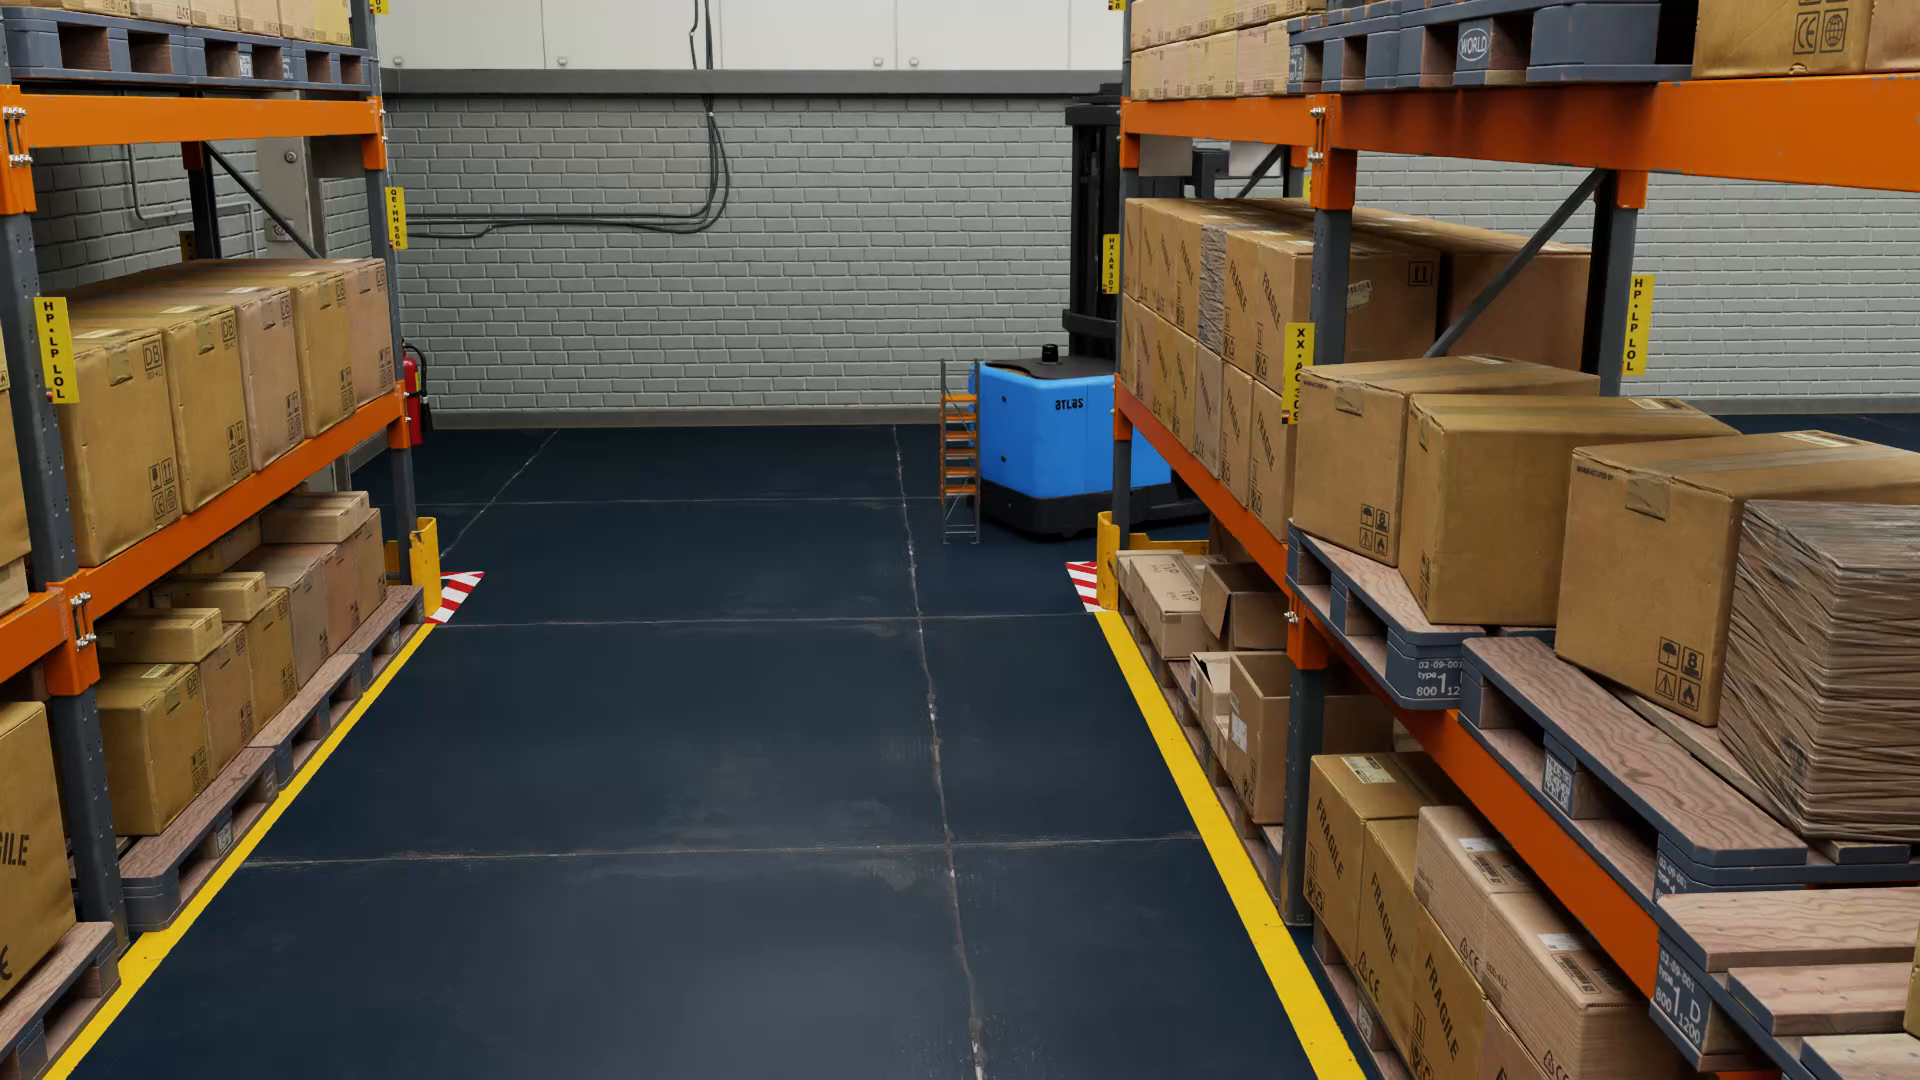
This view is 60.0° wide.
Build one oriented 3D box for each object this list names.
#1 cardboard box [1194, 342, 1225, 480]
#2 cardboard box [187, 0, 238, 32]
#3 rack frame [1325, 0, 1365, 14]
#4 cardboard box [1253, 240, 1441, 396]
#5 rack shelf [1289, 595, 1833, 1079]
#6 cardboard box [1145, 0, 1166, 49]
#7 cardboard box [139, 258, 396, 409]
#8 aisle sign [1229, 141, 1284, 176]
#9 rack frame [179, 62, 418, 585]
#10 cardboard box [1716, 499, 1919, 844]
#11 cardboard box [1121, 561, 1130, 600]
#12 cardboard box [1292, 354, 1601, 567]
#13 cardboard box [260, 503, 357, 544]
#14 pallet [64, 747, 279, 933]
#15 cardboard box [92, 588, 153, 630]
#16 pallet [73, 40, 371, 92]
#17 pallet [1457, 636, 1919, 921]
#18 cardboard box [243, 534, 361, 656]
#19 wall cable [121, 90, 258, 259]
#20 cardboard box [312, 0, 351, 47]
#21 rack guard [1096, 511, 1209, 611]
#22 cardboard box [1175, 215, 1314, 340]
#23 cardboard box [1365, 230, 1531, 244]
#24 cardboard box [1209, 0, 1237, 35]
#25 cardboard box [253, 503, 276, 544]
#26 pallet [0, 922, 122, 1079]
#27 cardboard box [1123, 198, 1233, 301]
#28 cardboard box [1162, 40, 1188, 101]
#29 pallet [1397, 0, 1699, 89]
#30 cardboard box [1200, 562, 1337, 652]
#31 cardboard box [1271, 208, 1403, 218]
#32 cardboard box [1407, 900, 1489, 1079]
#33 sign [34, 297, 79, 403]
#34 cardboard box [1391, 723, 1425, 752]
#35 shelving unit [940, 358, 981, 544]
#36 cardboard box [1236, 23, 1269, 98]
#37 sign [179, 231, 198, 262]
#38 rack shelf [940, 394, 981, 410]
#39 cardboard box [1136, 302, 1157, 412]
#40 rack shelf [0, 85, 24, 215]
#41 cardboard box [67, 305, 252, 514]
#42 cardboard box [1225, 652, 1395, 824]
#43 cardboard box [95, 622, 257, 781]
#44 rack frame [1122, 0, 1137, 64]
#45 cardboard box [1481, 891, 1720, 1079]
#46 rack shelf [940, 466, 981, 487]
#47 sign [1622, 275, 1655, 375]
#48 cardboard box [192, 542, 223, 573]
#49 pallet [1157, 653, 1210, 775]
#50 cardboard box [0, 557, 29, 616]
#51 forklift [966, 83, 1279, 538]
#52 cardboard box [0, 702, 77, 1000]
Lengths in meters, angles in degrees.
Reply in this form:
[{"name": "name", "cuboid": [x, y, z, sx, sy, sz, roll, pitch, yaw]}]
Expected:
[{"name": "cardboard box", "cuboid": [1.276, -0.549, 6.941, 0.500, 0.500, 0.500, -1, 14, -2]}, {"name": "cardboard box", "cuboid": [-3.150, -2.109, 6.443, 0.500, 0.250, 0.500, -1, 14, -5]}, {"name": "rack frame", "cuboid": [1.630, -3.030, 4.743, 1.000, 3.000, 0.127, -1, 14, -3]}, {"name": "cardboard box", "cuboid": [1.340, -0.779, 5.827, 0.500, 0.500, 0.500, -1, 14, -3]}, {"name": "rack shelf", "cuboid": [1.754, 0.721, 3.647, 1.077, 0.370, 4.000, -1, 14, -3]}, {"name": "cardboard box", "cuboid": [1.178, -2.485, 7.944, 0.500, 0.250, 0.500, -1, 14, -3]}, {"name": "cardboard box", "cuboid": [-3.520, -1.061, 8.527, 0.980, 0.700, 0.700, 0, 14, -1]}, {"name": "aisle sign", "cuboid": [1.684, -2.400, 9.118, 0.394, 0.787, 0.004, -1, 14, -3]}, {"name": "rack frame", "cuboid": [-3.562, -1.042, 9.056, 1.000, 3.000, 0.127, -1, 14, -3]}, {"name": "cardboard box", "cuboid": [1.860, 0.233, 3.057, 0.700, 0.500, 0.500, 2, 15, 7]}, {"name": "cardboard box", "cuboid": [1.081, 0.211, 8.988, 0.380, 0.166, 0.250, -1, 14, -3]}, {"name": "cardboard box", "cuboid": [1.436, -0.255, 4.955, 0.700, 0.500, 0.500, -6, 16, -22]}, {"name": "cardboard box", "cuboid": [-3.212, -0.084, 8.204, 0.380, 0.149, 0.250, 0, 14, -2]}, {"name": "pallet", "cuboid": [-3.283, 1.113, 6.277, 1.003, 0.211, 1.213, -1, 14, -3]}, {"name": "cardboard box", "cuboid": [-3.499, 0.301, 6.709, 0.380, 0.149, 0.250, -1, 14, -5]}, {"name": "pallet", "cuboid": [-3.505, -2.267, 7.977, 1.003, 0.211, 1.213, -1, 14, -3]}, {"name": "pallet", "cuboid": [1.753, 0.480, 3.528, 1.003, 0.211, 1.213, -1, 14, -3]}, {"name": "cardboard box", "cuboid": [-3.387, 0.262, 8.161, 0.700, 0.500, 0.500, -1, 14, -4]}, {"name": "wall cable", "cuboid": [-4.585, -1.838, 10.111, 0.084, 1.984, 1.851, -1, 14, -3]}, {"name": "cardboard box", "cuboid": [-3.251, -2.496, 7.945, 0.500, 0.250, 0.500, 0, 14, -2]}, {"name": "rack guard", "cuboid": [1.387, 0.110, 9.595, 1.175, 0.500, 0.348, -1, 14, -3]}, {"name": "cardboard box", "cuboid": [1.245, -1.157, 7.296, 0.500, 0.500, 0.500, -1, 14, -4]}, {"name": "cardboard box", "cuboid": [1.849, -0.907, 6.325, 0.500, 0.500, 0.500, -1, 14, -5]}, {"name": "cardboard box", "cuboid": [1.273, -2.112, 6.494, 0.500, 0.250, 0.500, -1, 14, -3]}, {"name": "cardboard box", "cuboid": [-3.594, -0.078, 8.183, 0.380, 0.149, 0.250, -1, 14, -3]}, {"name": "pallet", "cuboid": [-3.191, 1.494, 4.796, 1.003, 0.211, 1.213, -1, 14, -3]}, {"name": "cardboard box", "cuboid": [1.147, -1.538, 8.775, 0.500, 0.500, 0.500, 0, 14, -2]}, {"name": "cardboard box", "cuboid": [1.211, -2.119, 7.523, 0.500, 0.250, 0.500, -1, 14, -3]}, {"name": "pallet", "cuboid": [1.668, -1.065, 3.504, 1.213, 0.211, 1.003, -1, 14, -3]}, {"name": "cardboard box", "cuboid": [1.508, 0.404, 7.563, 0.797, 0.503, 0.637, -1, 14, -3]}, {"name": "cardboard box", "cuboid": [1.753, -1.291, 7.817, 0.500, 0.500, 0.500, 0, 14, -2]}, {"name": "cardboard box", "cuboid": [1.484, 1.254, 4.267, 0.500, 0.500, 0.500, -1, 14, -3]}, {"name": "sign", "cuboid": [-2.773, -0.580, 5.098, 0.100, 0.325, 0.005, -1, 14, -3]}, {"name": "cardboard box", "cuboid": [1.820, 0.857, 6.190, 0.500, 0.311, 0.500, -1, 14, -3]}, {"name": "shelving unit", "cuboid": [0.001, -0.577, 10.863, 0.258, 1.200, 0.189, -1, 14, -3]}, {"name": "cardboard box", "cuboid": [1.314, -1.746, 6.074, 0.500, 0.250, 0.500, -1, 14, -3]}, {"name": "sign", "cuboid": [-4.116, -1.493, 8.911, 0.100, 0.325, 0.005, -1, 14, -3]}, {"name": "rack shelf", "cuboid": [0.001, -0.883, 10.784, 0.258, 0.103, 0.180, -1, 14, -3]}, {"name": "cardboard box", "cuboid": [1.184, -0.925, 8.402, 0.500, 0.500, 0.500, -1, 14, -4]}, {"name": "rack shelf", "cuboid": [-3.190, -0.654, 2.973, 1.077, 0.370, 4.000, -1, 14, -3]}, {"name": "cardboard box", "cuboid": [-3.371, -0.509, 6.384, 0.980, 0.700, 0.700, -1, 14, -5]}, {"name": "cardboard box", "cuboid": [1.312, 0.736, 6.281, 0.500, 0.500, 0.500, -1, 14, -3]}, {"name": "cardboard box", "cuboid": [-3.286, 0.647, 6.664, 0.700, 0.500, 0.500, -1, 14, -4]}, {"name": "rack frame", "cuboid": [1.382, -4.025, 8.610, 1.000, 3.000, 0.127, -1, 14, -3]}, {"name": "cardboard box", "cuboid": [1.510, 1.007, 3.720, 0.500, 0.250, 0.500, -1, 14, -4]}, {"name": "rack shelf", "cuboid": [0.001, -0.418, 10.904, 0.258, 0.103, 0.180, -1, 14, -3]}, {"name": "sign", "cuboid": [2.184, -0.695, 5.383, 0.100, 0.325, 0.005, -1, 14, -3]}, {"name": "cardboard box", "cuboid": [-3.546, 0.111, 7.448, 0.380, 0.149, 0.250, -1, 14, -3]}, {"name": "pallet", "cuboid": [1.510, 0.751, 7.684, 1.003, 0.211, 1.213, -1, 14, -3]}, {"name": "cardboard box", "cuboid": [-3.010, 0.144, 4.909, 0.380, 0.149, 0.250, -1, 14, -3]}, {"name": "forklift", "cuboid": [1.583, -1.674, 11.651, 3.031, 2.935, 1.130, -8, 16, -28]}, {"name": "cardboard box", "cuboid": [-3.144, 0.950, 4.785, 0.750, 0.750, 0.750, -1, 14, -3]}]
